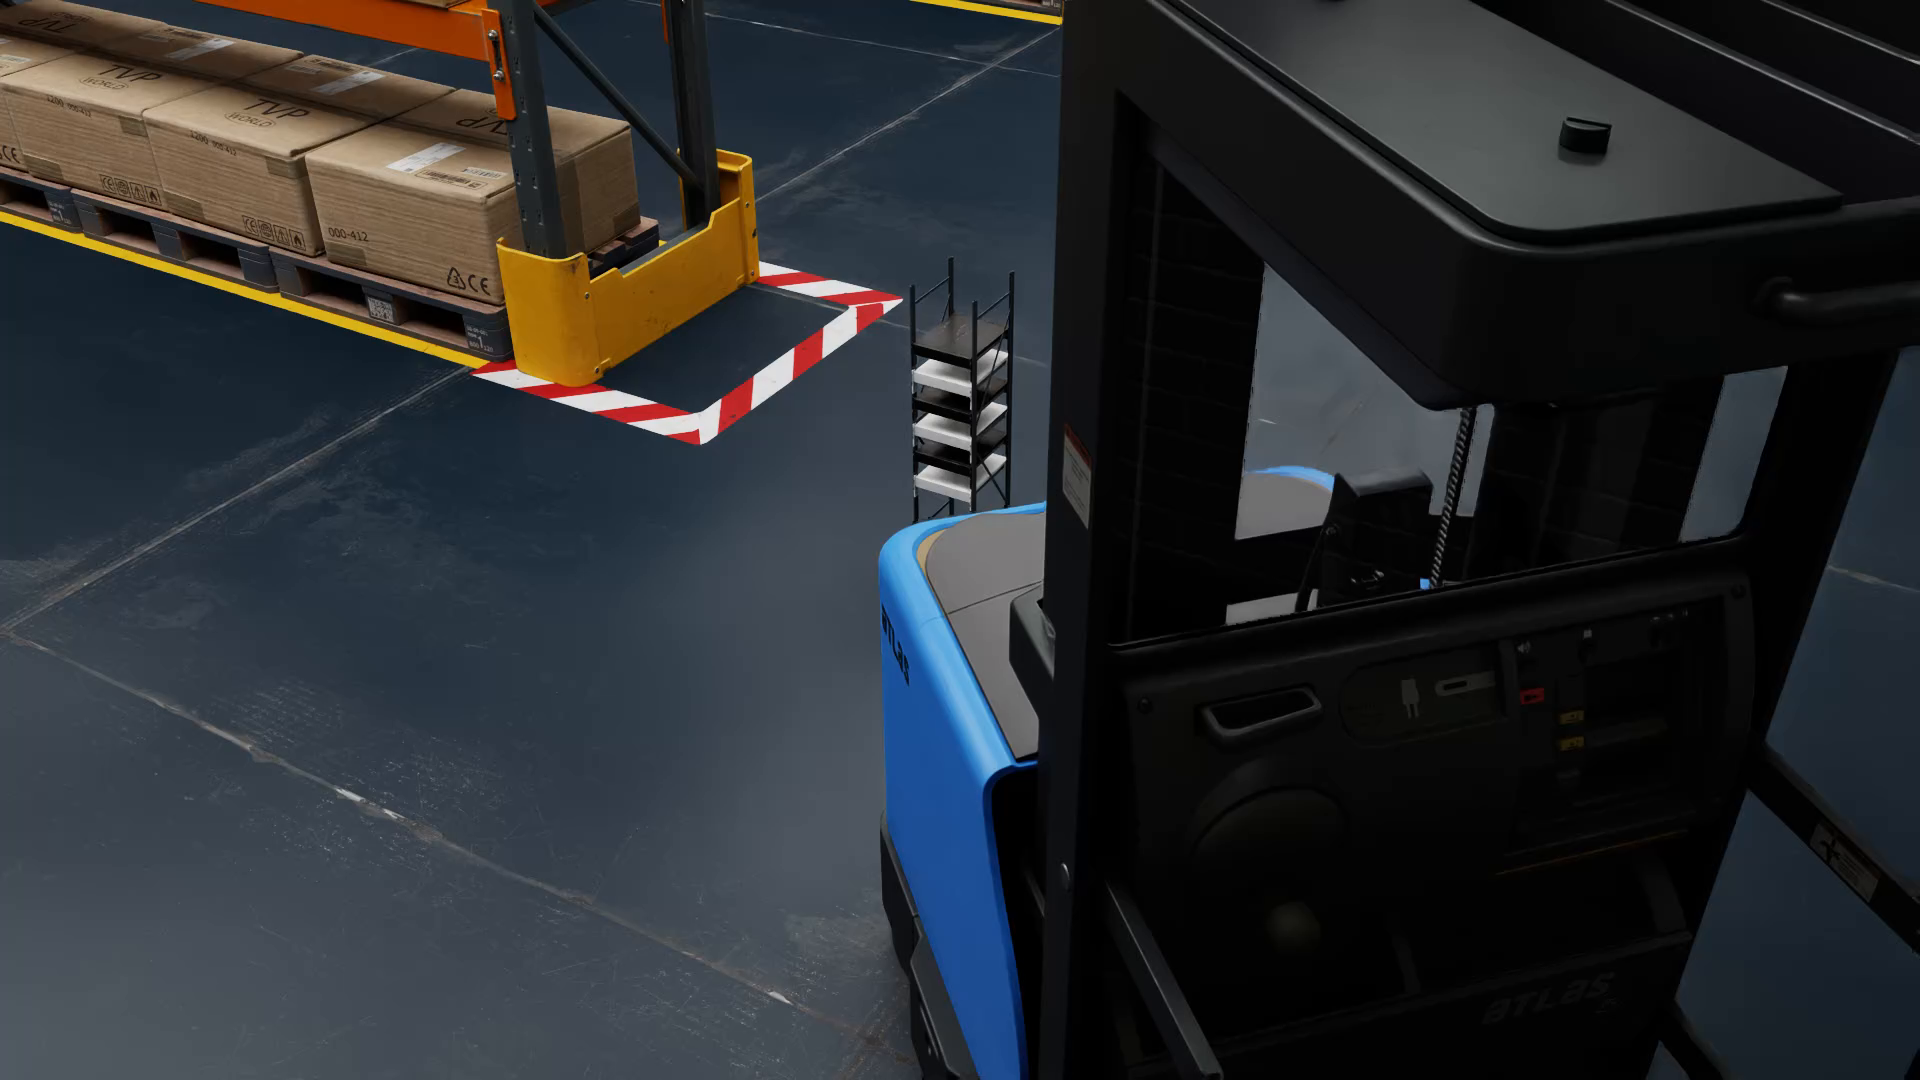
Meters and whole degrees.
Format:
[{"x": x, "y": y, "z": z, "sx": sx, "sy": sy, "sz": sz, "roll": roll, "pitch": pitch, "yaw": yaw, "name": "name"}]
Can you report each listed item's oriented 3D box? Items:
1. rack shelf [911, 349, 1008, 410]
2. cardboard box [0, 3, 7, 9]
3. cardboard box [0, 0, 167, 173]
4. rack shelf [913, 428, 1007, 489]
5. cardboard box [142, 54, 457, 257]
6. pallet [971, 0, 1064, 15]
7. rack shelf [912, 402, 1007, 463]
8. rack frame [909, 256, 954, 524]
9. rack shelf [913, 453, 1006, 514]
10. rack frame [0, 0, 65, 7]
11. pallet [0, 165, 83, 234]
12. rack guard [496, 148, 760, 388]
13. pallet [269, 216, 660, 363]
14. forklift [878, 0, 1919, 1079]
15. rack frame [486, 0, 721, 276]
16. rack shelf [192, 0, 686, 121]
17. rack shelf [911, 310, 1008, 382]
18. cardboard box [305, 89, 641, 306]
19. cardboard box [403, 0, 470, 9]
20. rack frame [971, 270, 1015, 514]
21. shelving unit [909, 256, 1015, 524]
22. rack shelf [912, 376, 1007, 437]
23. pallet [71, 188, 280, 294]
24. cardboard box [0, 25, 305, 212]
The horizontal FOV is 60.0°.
[{"x": 0.007, "y": -0.494, "z": 4.916, "sx": 0.200, "sy": 0.077, "sz": 0.258, "roll": 18, "pitch": 37, "yaw": 24, "name": "rack shelf"}, {"x": -5.316, "y": -2.651, "z": 8.062, "sx": 0.875, "sy": 0.875, "sz": 0.875, "roll": 19, "pitch": 38, "yaw": 26, "name": "cardboard box"}, {"x": -4.246, "y": -2.112, "z": 7.648, "sx": 0.875, "sy": 0.438, "sz": 0.875, "roll": 17, "pitch": 37, "yaw": 24, "name": "cardboard box"}, {"x": 0.007, "y": -0.270, "z": 5.066, "sx": 0.200, "sy": 0.077, "sz": 0.258, "roll": 18, "pitch": 37, "yaw": 24, "name": "rack shelf"}, {"x": -2.686, "y": -1.617, "z": 6.905, "sx": 0.875, "sy": 0.438, "sz": 0.875, "roll": 19, "pitch": 38, "yaw": 26, "name": "cardboard box"}, {"x": 0.350, "y": -3.639, "z": 10.524, "sx": 1.213, "sy": 0.211, "sz": 1.003, "roll": 18, "pitch": 37, "yaw": 24, "name": "pallet"}, {"x": 0.007, "y": -0.345, "z": 5.016, "sx": 0.200, "sy": 0.077, "sz": 0.258, "roll": 18, "pitch": 37, "yaw": 24, "name": "rack shelf"}, {"x": -0.081, "y": -0.400, "z": 5.039, "sx": 0.006, "sy": 0.900, "sz": 0.240, "roll": 18, "pitch": 37, "yaw": 24, "name": "rack frame"}, {"x": 0.007, "y": -0.195, "z": 5.115, "sx": 0.200, "sy": 0.077, "sz": 0.258, "roll": 18, "pitch": 37, "yaw": 24, "name": "rack shelf"}, {"x": -4.738, "y": -3.228, "z": 7.391, "sx": 0.127, "sy": 3.000, "sz": 1.000, "roll": 18, "pitch": 37, "yaw": 24, "name": "rack frame"}, {"x": -4.116, "y": -1.821, "z": 7.794, "sx": 1.213, "sy": 0.211, "sz": 1.003, "roll": 18, "pitch": 37, "yaw": 24, "name": "pallet"}, {"x": -1.244, "y": -1.081, "z": 6.422, "sx": 0.348, "sy": 0.500, "sz": 1.175, "roll": 18, "pitch": 37, "yaw": 24, "name": "rack guard"}, {"x": -1.998, "y": -1.150, "z": 6.786, "sx": 1.213, "sy": 0.211, "sz": 1.003, "roll": 18, "pitch": 37, "yaw": 24, "name": "pallet"}, {"x": 0.725, "y": 0.354, "z": 2.074, "sx": 1.130, "sy": 2.935, "sz": 3.031, "roll": -9, "pitch": 35, "yaw": -14, "name": "forklift"}, {"x": -1.265, "y": -2.128, "z": 5.739, "sx": 0.127, "sy": 3.000, "sz": 1.000, "roll": 18, "pitch": 37, "yaw": 24, "name": "rack frame"}, {"x": -3.001, "y": -2.379, "z": 6.765, "sx": 4.000, "sy": 0.370, "sz": 1.077, "roll": 18, "pitch": 37, "yaw": 24, "name": "rack shelf"}, {"x": 0.007, "y": -0.569, "z": 4.866, "sx": 0.200, "sy": 0.077, "sz": 0.258, "roll": 18, "pitch": 37, "yaw": 24, "name": "rack shelf"}, {"x": -1.887, "y": -1.370, "z": 6.534, "sx": 0.875, "sy": 0.438, "sz": 0.875, "roll": 16, "pitch": 37, "yaw": 23, "name": "cardboard box"}, {"x": -1.815, "y": -2.175, "z": 5.720, "sx": 0.500, "sy": 0.500, "sz": 0.500, "roll": 18, "pitch": 38, "yaw": 25, "name": "cardboard box"}, {"x": 0.095, "y": -0.344, "z": 4.955, "sx": 0.006, "sy": 0.900, "sz": 0.240, "roll": 18, "pitch": 37, "yaw": 24, "name": "rack frame"}, {"x": 0.007, "y": -0.372, "z": 4.997, "sx": 0.210, "sy": 0.900, "sz": 0.258, "roll": 18, "pitch": 37, "yaw": 24, "name": "shelving unit"}, {"x": 0.007, "y": -0.419, "z": 4.966, "sx": 0.200, "sy": 0.077, "sz": 0.258, "roll": 18, "pitch": 37, "yaw": 24, "name": "rack shelf"}, {"x": -3.053, "y": -1.486, "z": 7.291, "sx": 1.213, "sy": 0.211, "sz": 1.003, "roll": 18, "pitch": 37, "yaw": 24, "name": "pallet"}, {"x": -3.468, "y": -1.866, "z": 7.279, "sx": 0.875, "sy": 0.438, "sz": 0.875, "roll": 16, "pitch": 37, "yaw": 23, "name": "cardboard box"}]
